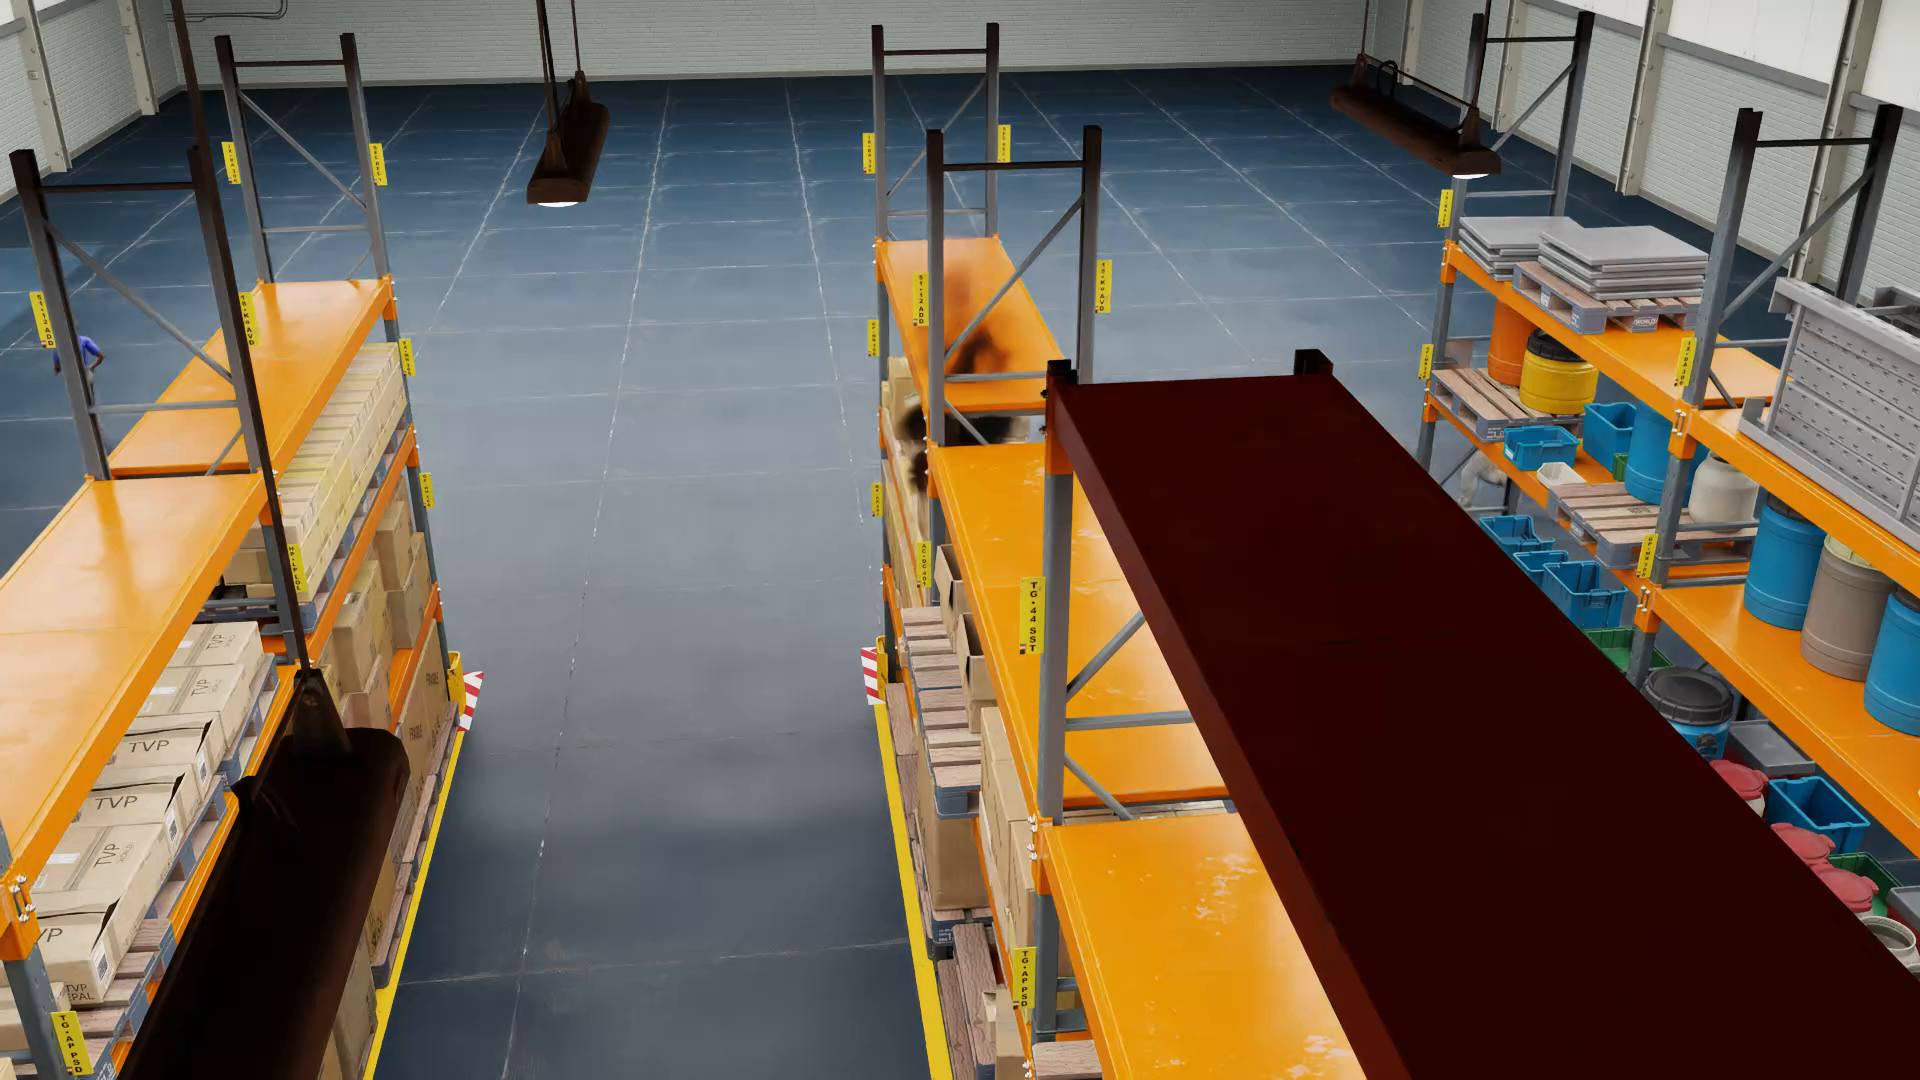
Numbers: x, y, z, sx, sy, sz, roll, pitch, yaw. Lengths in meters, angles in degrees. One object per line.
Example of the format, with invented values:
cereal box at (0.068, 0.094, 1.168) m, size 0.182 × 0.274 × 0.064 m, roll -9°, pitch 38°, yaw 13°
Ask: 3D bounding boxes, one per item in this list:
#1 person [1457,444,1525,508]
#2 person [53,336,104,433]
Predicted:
person at (6.029, -1.009, 18.838) m, size 0.970 × 1.625 × 0.616 m, roll 3°, pitch 26°, yaw 6°
person at (-10.992, -1.974, 20.794) m, size 0.728 × 1.643 × 0.577 m, roll 20°, pitch 32°, yaw 36°
